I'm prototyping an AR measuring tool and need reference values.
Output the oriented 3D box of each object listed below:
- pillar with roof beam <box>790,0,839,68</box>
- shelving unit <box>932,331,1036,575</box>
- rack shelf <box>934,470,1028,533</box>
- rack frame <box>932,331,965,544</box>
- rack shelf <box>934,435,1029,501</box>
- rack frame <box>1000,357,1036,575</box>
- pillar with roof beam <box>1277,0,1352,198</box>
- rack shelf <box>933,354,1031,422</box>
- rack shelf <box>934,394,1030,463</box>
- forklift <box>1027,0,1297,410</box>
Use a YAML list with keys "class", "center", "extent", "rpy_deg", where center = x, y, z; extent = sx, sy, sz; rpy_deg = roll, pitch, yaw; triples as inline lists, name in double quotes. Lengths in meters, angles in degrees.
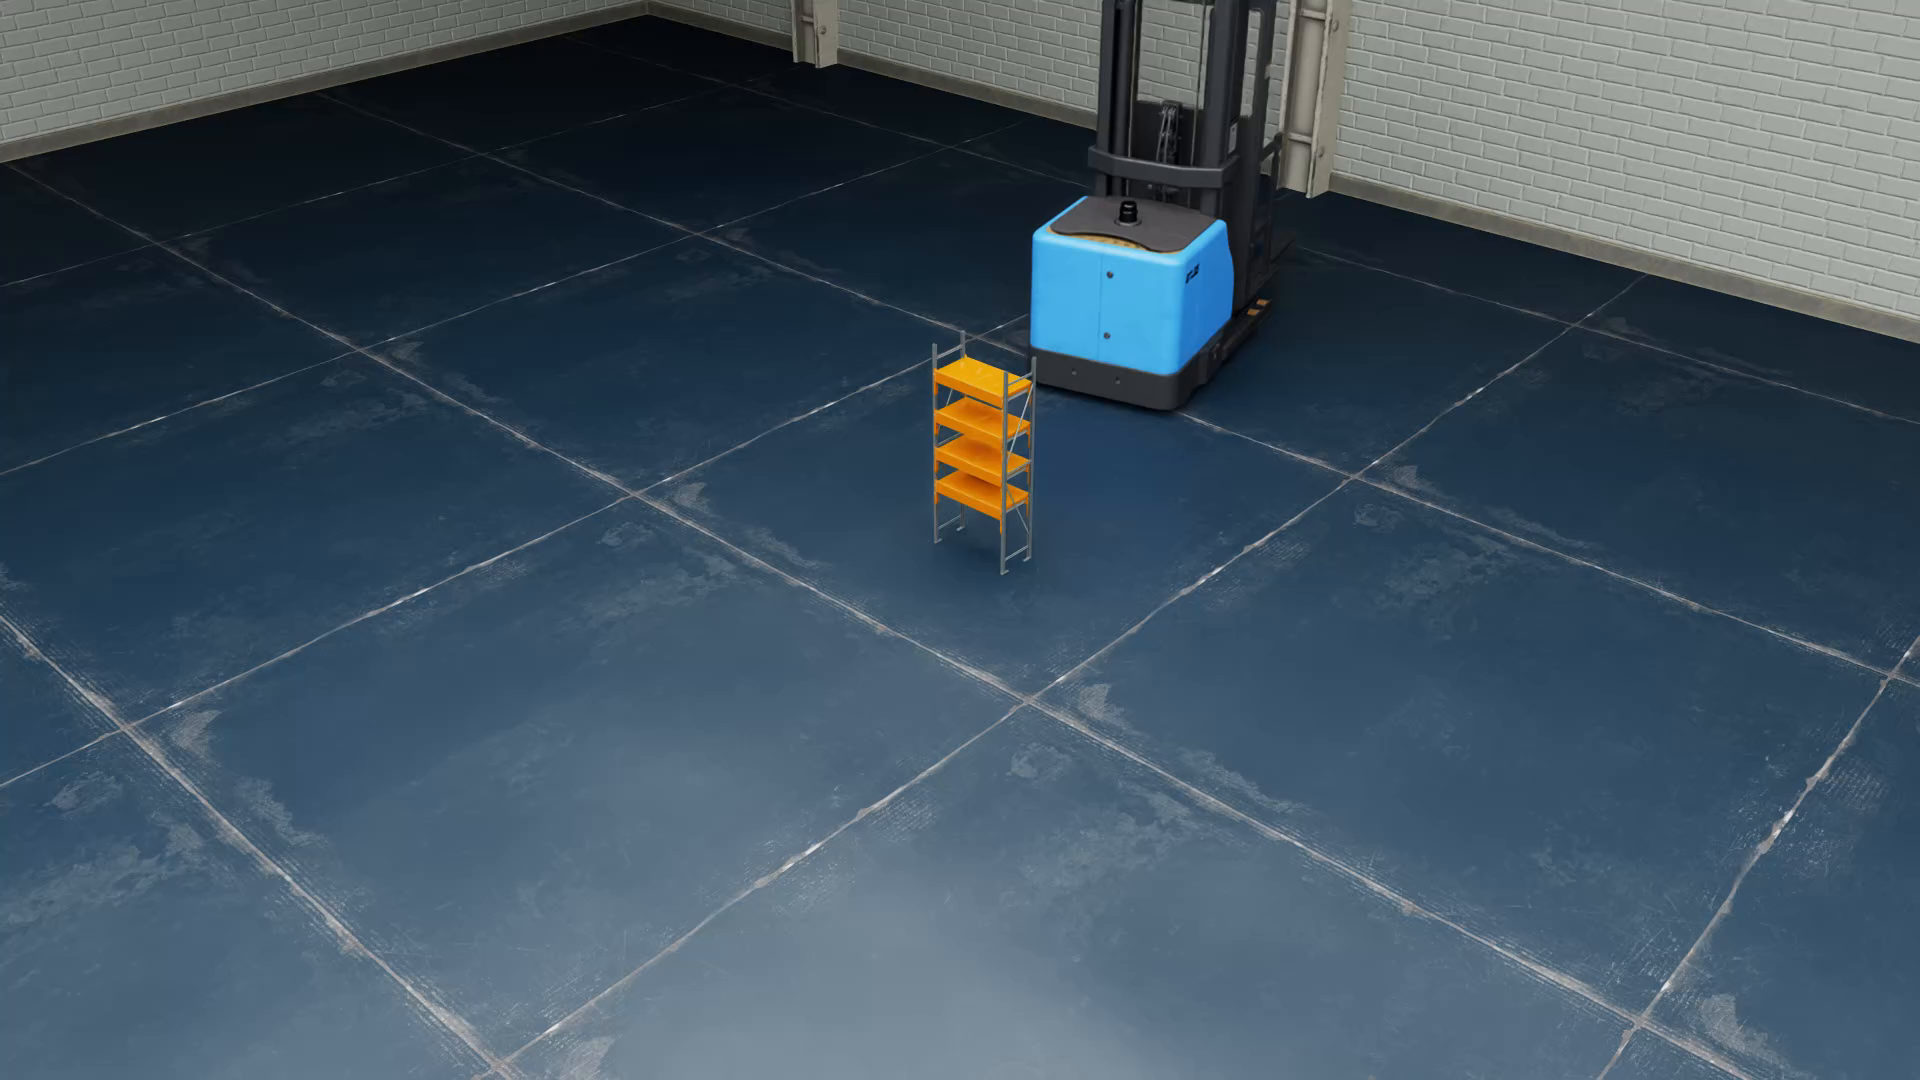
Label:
- class: "pillar with roof beam"
  center: [-4.418, -7.296, 12.645]
  extent: [0.400, 9.000, 9.100]
  rpy_deg: [25, 39, 35]
- class: "shelving unit"
  center: [0.123, -0.457, 8.845]
  extent: [0.503, 1.200, 0.258]
  rpy_deg: [25, 39, 35]
- class: "rack shelf"
  center: [0.123, -0.229, 8.982]
  extent: [0.480, 0.148, 0.258]
  rpy_deg: [25, 39, 35]
- class: "rack frame"
  center: [-0.058, -0.541, 8.986]
  extent: [0.015, 1.200, 0.240]
  rpy_deg: [25, 39, 35]
- class: "rack shelf"
  center: [0.123, -0.399, 8.880]
  extent: [0.480, 0.148, 0.258]
  rpy_deg: [25, 39, 35]
- class: "rack frame"
  center: [0.304, -0.372, 8.705]
  extent: [0.015, 1.200, 0.240]
  rpy_deg: [25, 39, 35]
- class: "pillar with roof beam"
  center: [0.031, -5.220, 9.196]
  extent: [0.400, 9.000, 9.100]
  rpy_deg: [25, 39, 35]
- class: "rack shelf"
  center: [0.123, -0.793, 8.643]
  extent: [0.480, 0.148, 0.258]
  rpy_deg: [25, 39, 35]
- class: "rack shelf"
  center: [0.123, -0.591, 8.765]
  extent: [0.480, 0.148, 0.258]
  rpy_deg: [25, 39, 35]
- class: "forklift"
  center: [1.573, -2.809, 11.074]
  extent: [1.130, 2.935, 3.031]
  rpy_deg: [15, 34, 24]
